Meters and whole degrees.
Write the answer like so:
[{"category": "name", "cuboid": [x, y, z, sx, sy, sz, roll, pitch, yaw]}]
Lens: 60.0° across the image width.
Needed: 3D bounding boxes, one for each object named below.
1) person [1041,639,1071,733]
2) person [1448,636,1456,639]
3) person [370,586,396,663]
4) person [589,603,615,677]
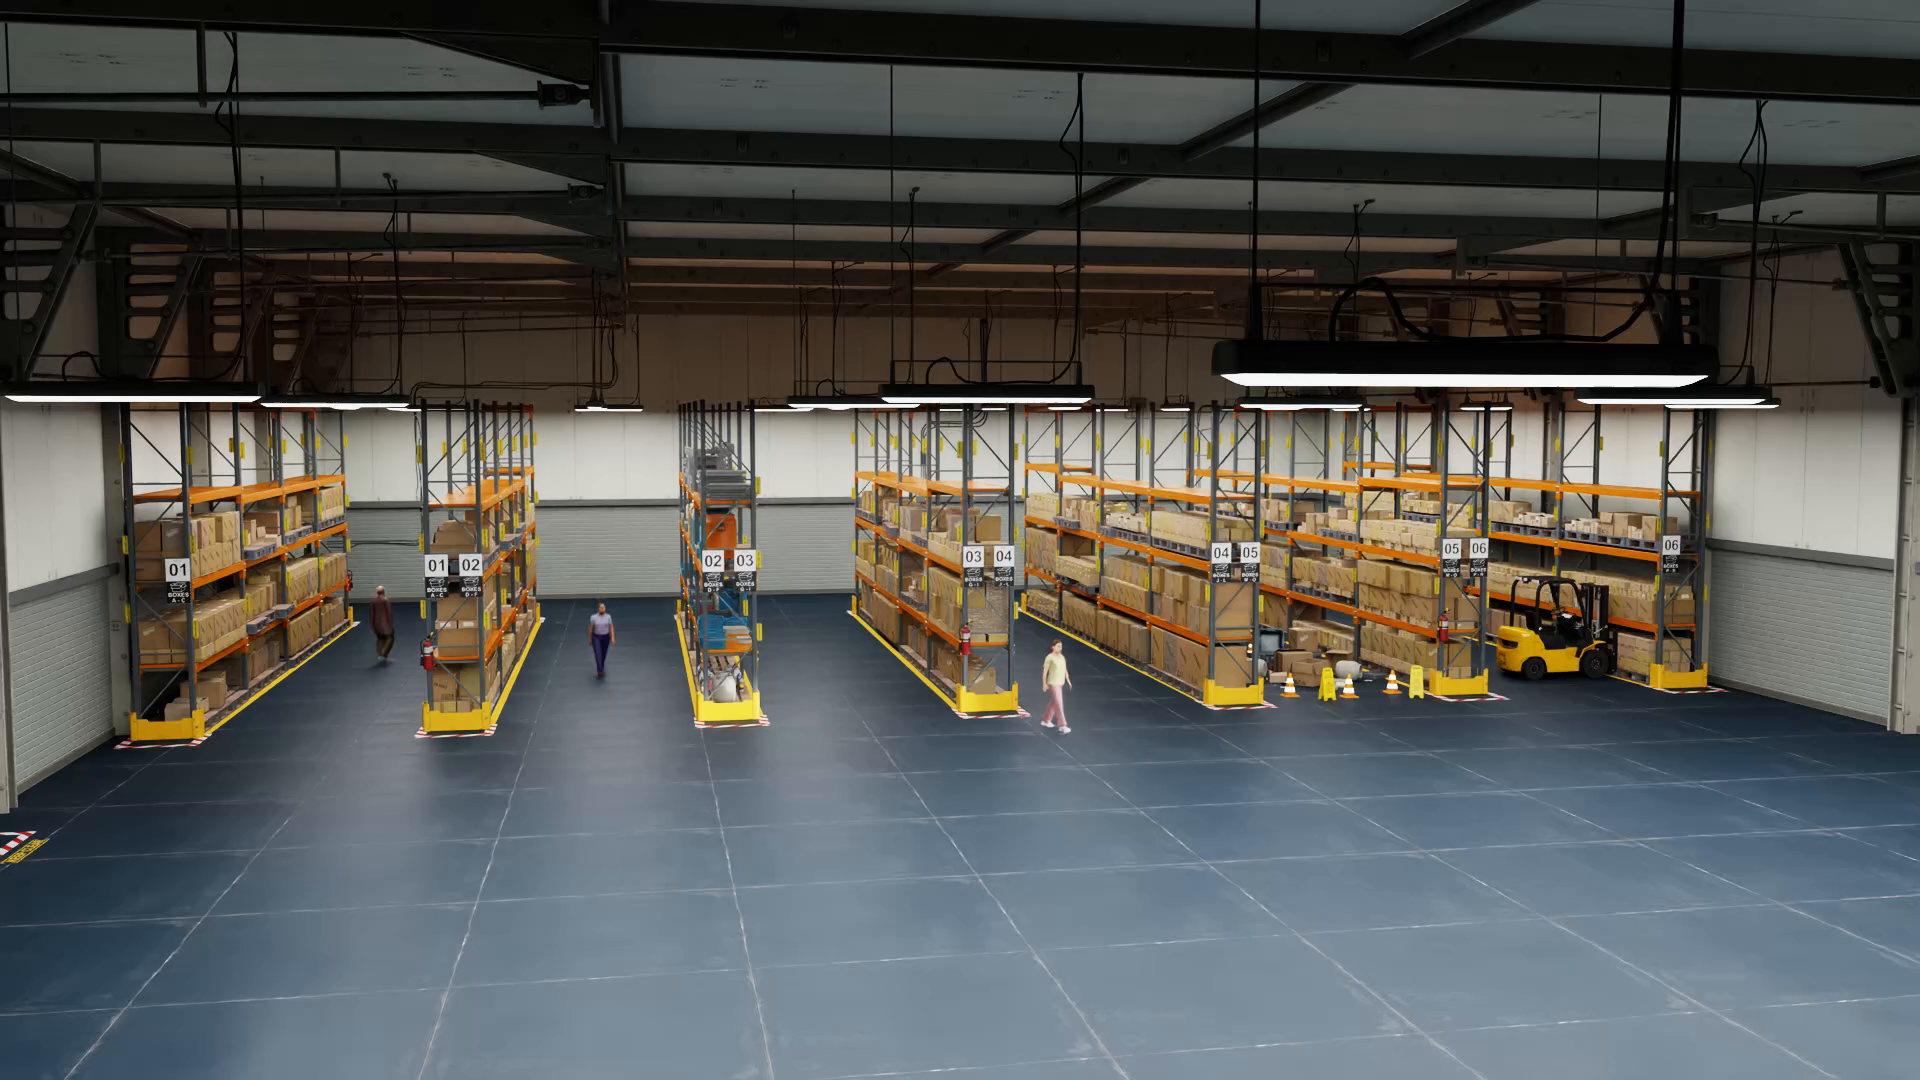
[{"category": "person", "cuboid": [1.782, 2.616, 30.098, 0.874, 1.635, 0.482, 4, 6, 41]}, {"category": "person", "cuboid": [11.270, 2.009, 38.104, 0.610, 1.708, 0.608, -3, 5, -34]}, {"category": "person", "cuboid": [-13.344, 1.946, 38.352, 0.634, 1.777, 0.581, 1, 5, 19]}, {"category": "person", "cuboid": [-7.850, 2.166, 36.462, 0.512, 1.579, 1.049, -2, 5, -26]}]
